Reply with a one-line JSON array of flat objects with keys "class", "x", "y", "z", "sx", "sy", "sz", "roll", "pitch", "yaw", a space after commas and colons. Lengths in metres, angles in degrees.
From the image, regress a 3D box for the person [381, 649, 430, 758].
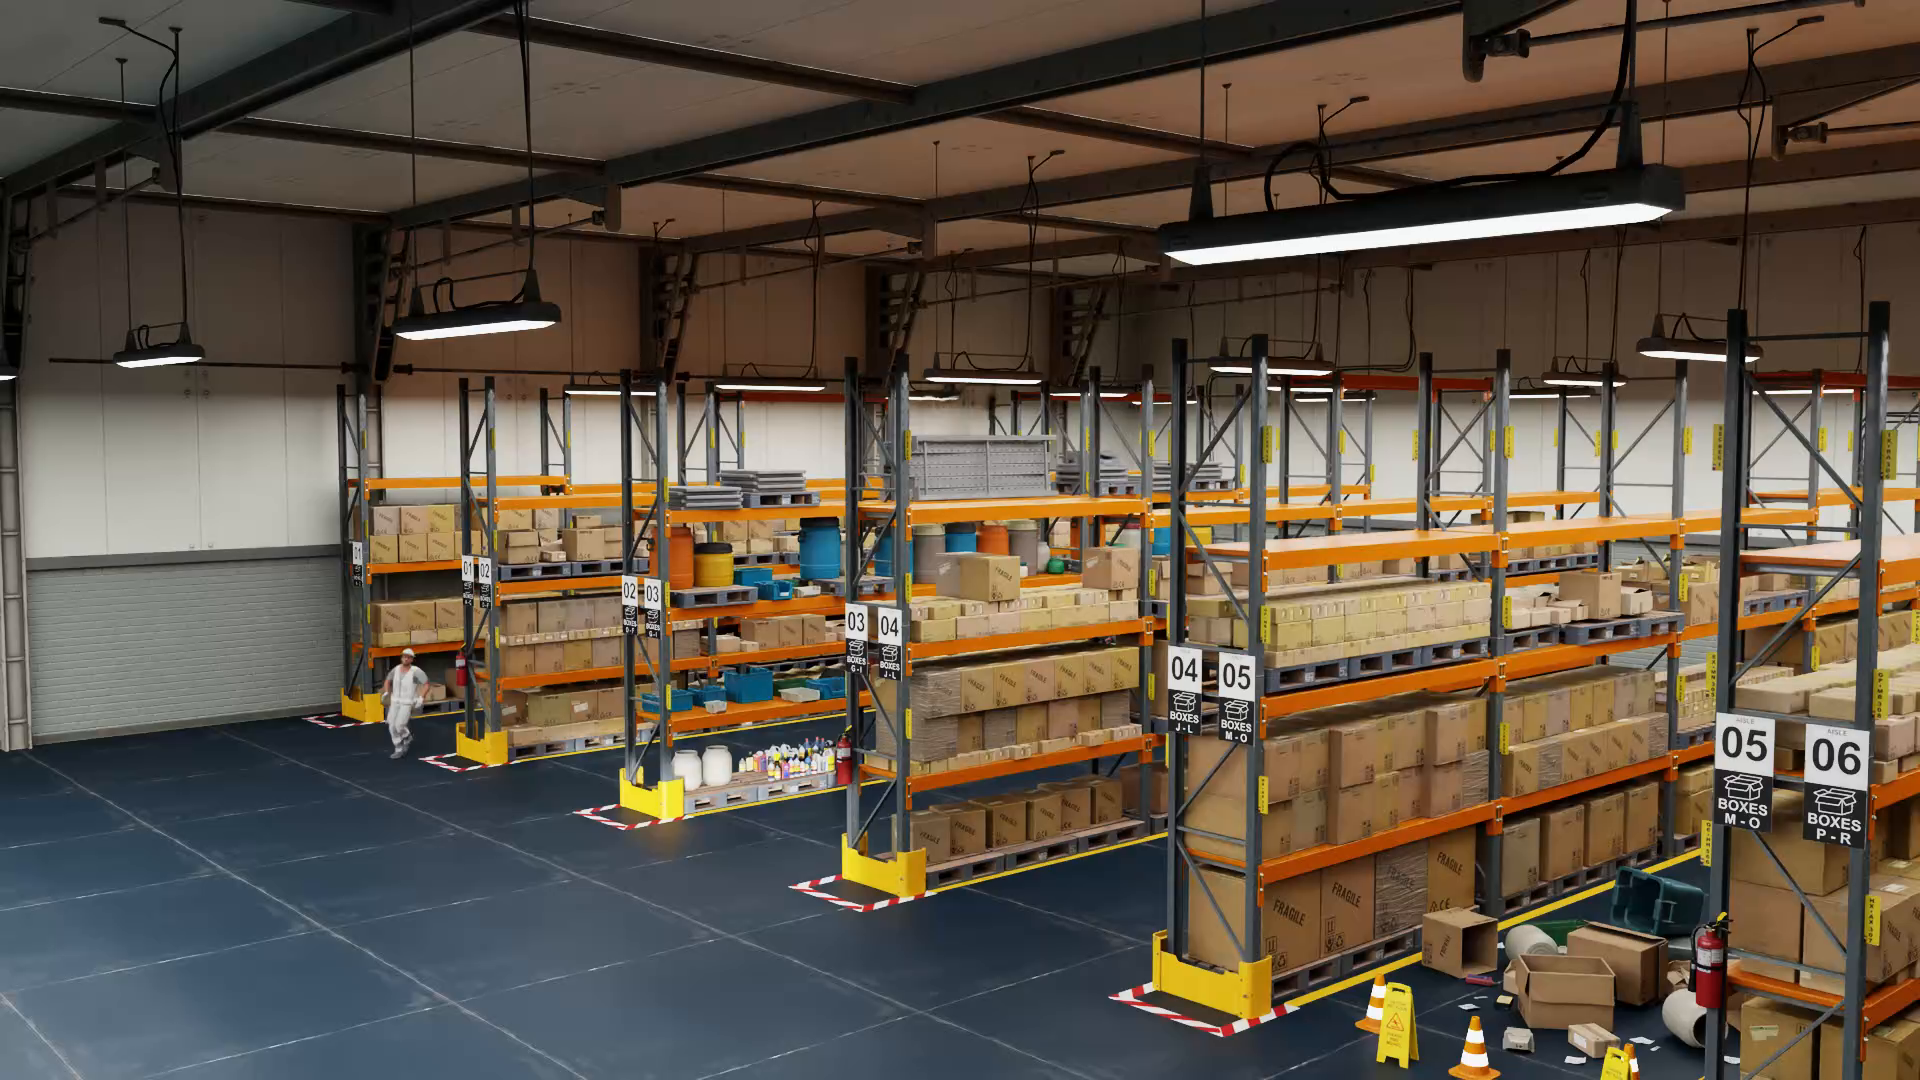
[{"class": "person", "x": -8.768, "y": 2.578, "z": 26.206, "sx": 0.731, "sy": 1.735, "sz": 0.526, "roll": 1, "pitch": 4, "yaw": 10}]
